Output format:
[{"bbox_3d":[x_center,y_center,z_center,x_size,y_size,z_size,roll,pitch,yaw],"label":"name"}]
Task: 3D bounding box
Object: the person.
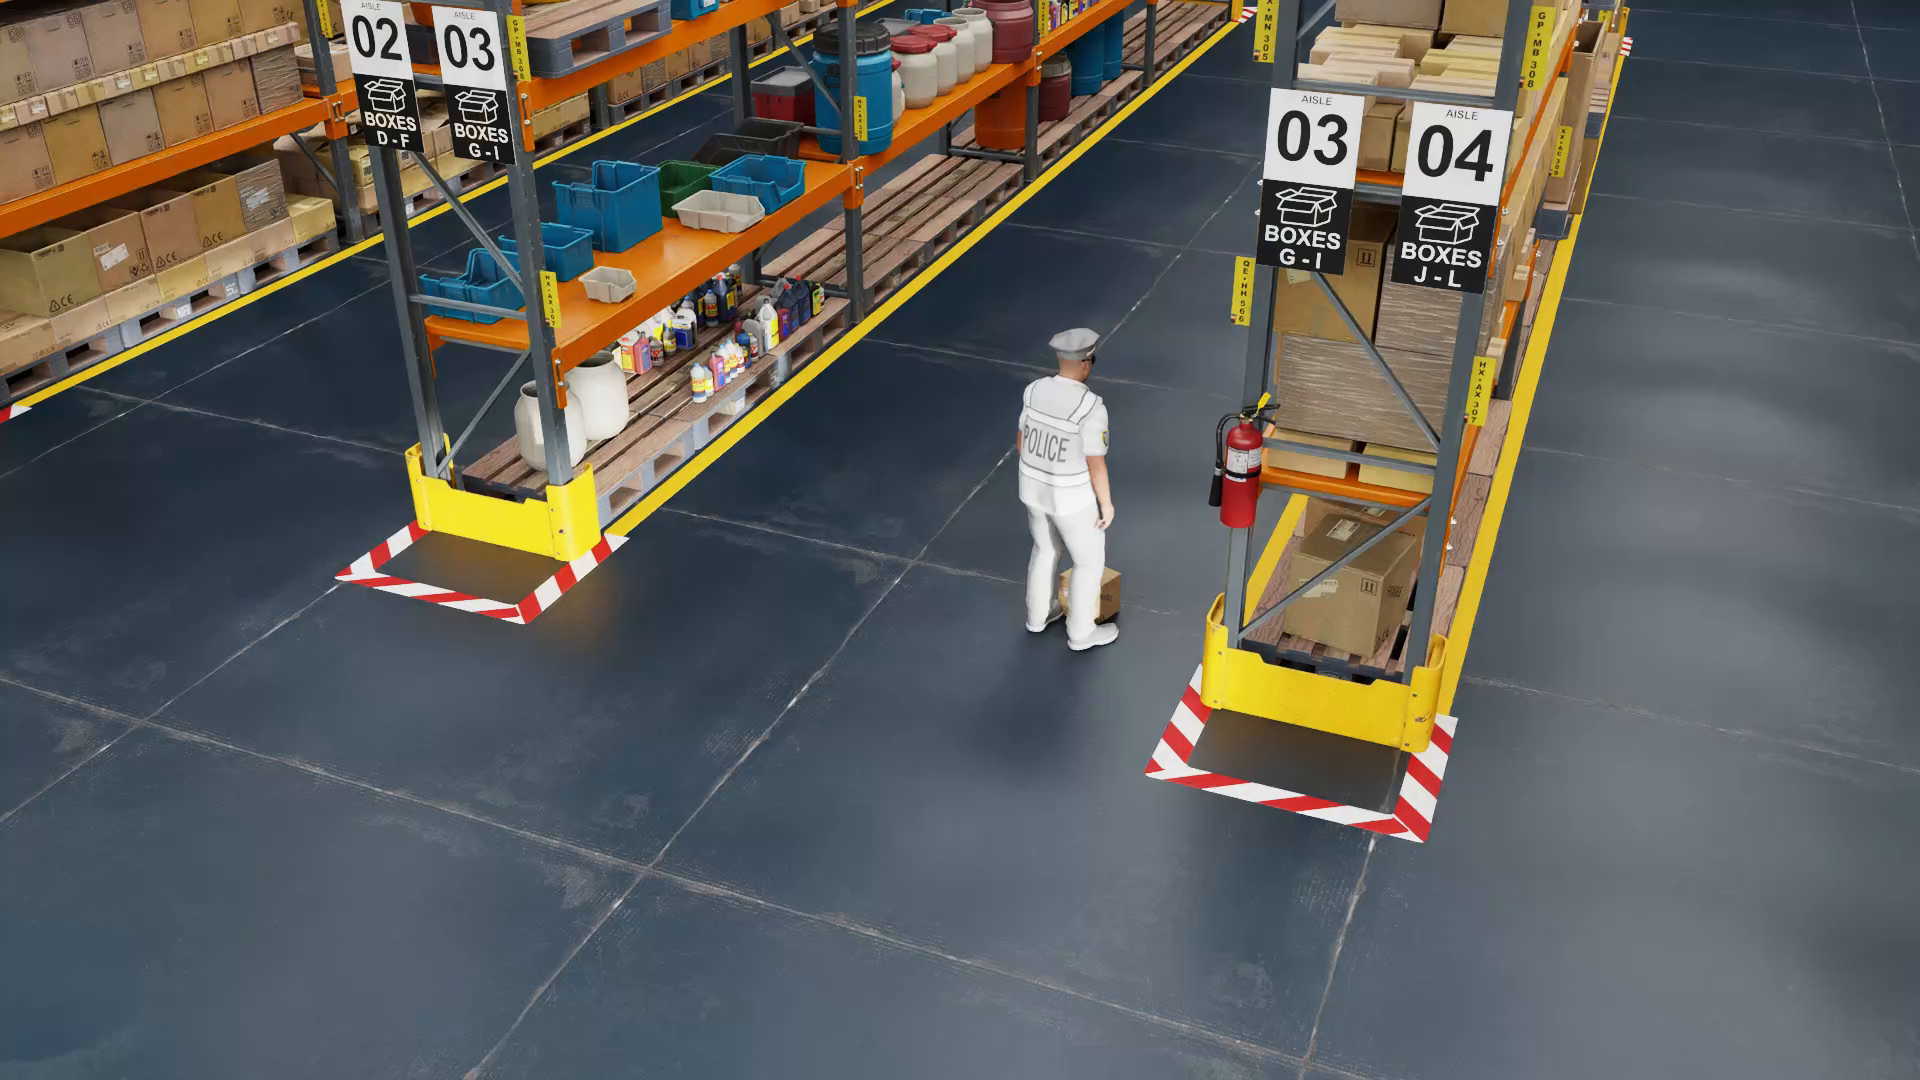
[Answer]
[{"bbox_3d":[0.551,-0.250,8.835,0.583,1.747,0.437,24,37,36],"label":"person"}]
